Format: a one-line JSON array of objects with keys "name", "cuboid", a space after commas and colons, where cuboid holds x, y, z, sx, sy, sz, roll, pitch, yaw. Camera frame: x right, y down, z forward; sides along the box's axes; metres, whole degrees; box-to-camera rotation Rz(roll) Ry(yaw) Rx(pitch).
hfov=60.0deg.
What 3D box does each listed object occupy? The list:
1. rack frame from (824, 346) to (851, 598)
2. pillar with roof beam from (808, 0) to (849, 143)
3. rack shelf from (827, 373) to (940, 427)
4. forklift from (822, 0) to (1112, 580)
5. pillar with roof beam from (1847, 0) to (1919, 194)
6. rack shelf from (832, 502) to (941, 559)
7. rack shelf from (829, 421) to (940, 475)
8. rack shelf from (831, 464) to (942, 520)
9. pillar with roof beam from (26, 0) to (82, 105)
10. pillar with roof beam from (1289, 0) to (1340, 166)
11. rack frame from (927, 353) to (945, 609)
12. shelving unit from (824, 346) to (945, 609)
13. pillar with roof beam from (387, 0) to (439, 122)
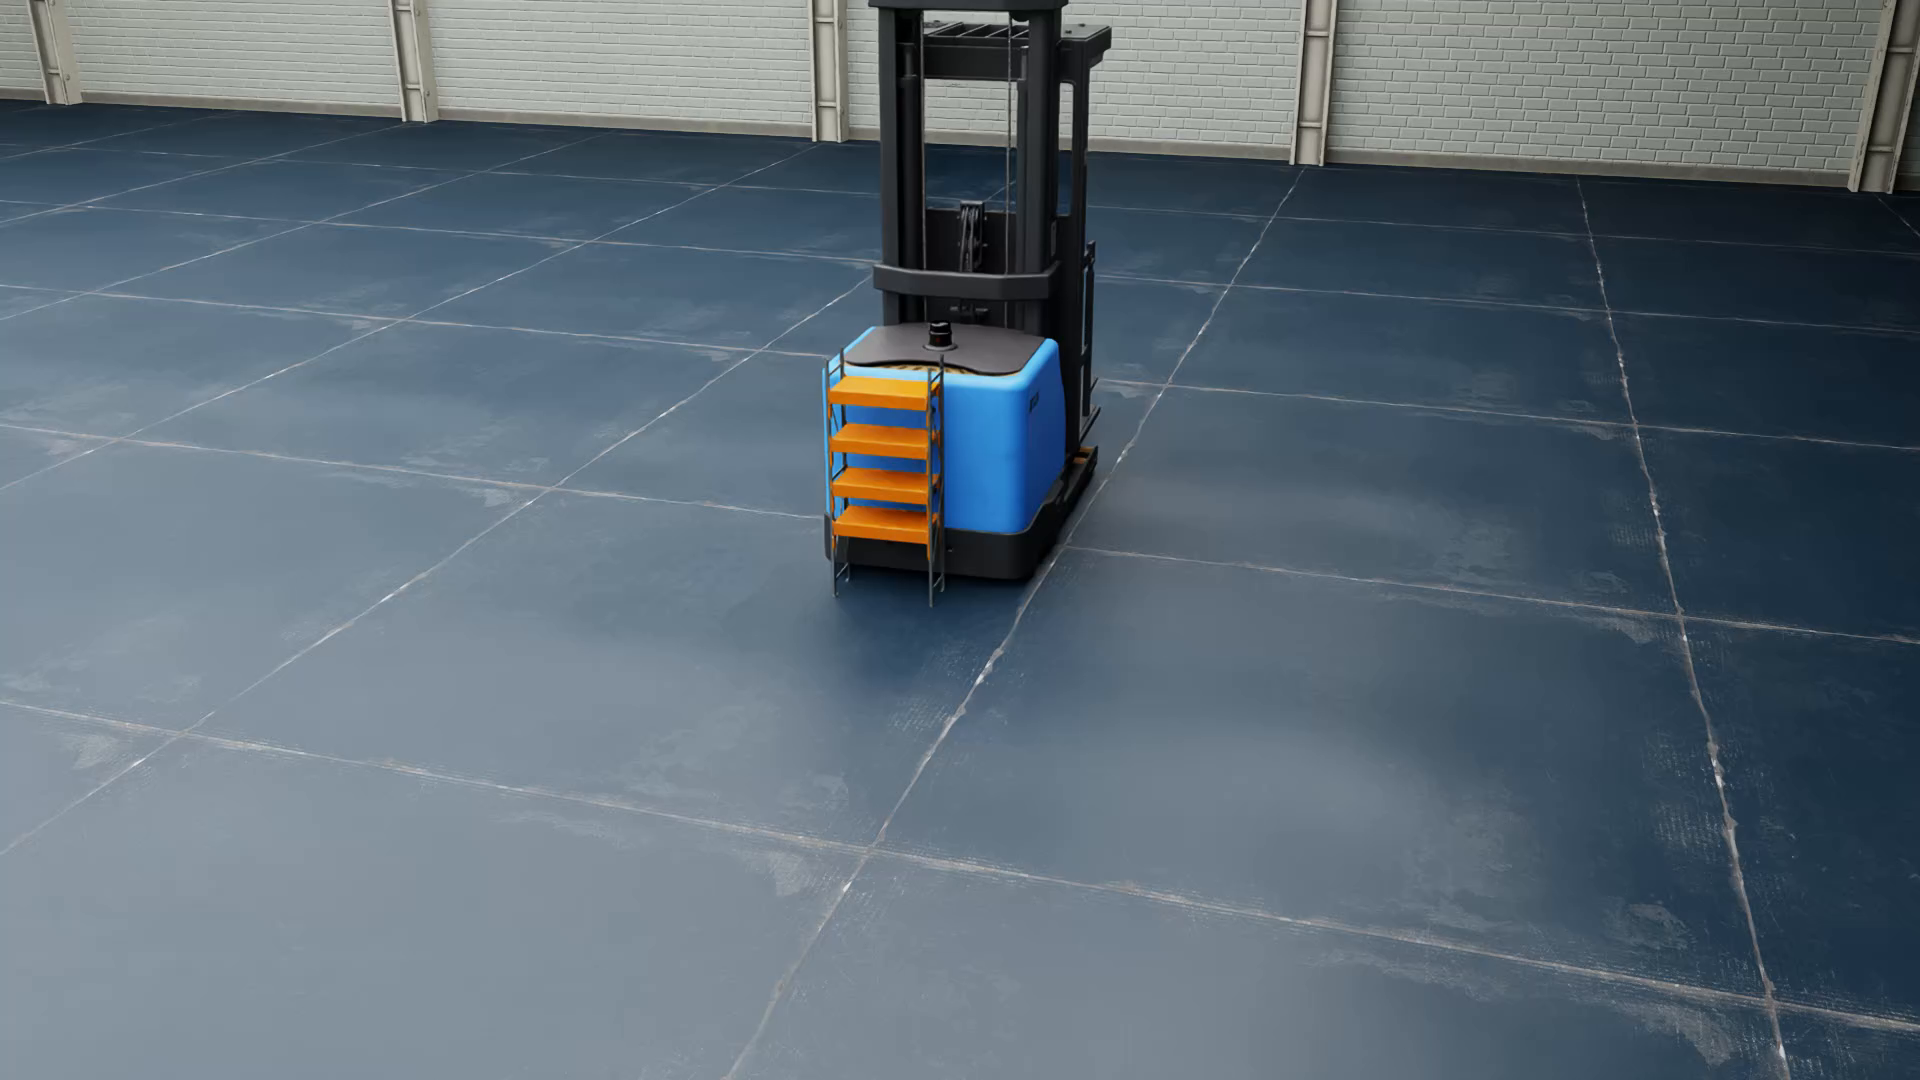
[{"name": "rack frame", "cuboid": [-0.584, -0.315, 7.955, 0.015, 1.200, 0.240, 6, 23, 13]}, {"name": "pillar with roof beam", "cuboid": [-2.888, -7.699, 15.682, 0.400, 9.000, 9.100, 7, 23, 16]}, {"name": "rack shelf", "cuboid": [-0.348, -0.655, 7.747, 0.480, 0.148, 0.258, 6, 23, 13]}, {"name": "forklift", "cuboid": [0.182, -1.693, 9.035, 1.130, 2.935, 3.031, 6, 23, 13]}, {"name": "pillar with roof beam", "cuboid": [8.601, -6.384, 12.475, 0.400, 9.000, 9.100, 7, 23, 16]}, {"name": "rack shelf", "cuboid": [-0.347, -0.047, 8.001, 0.480, 0.148, 0.258, 6, 23, 13]}, {"name": "rack shelf", "cuboid": [-0.348, -0.437, 7.838, 0.480, 0.148, 0.258, 6, 23, 13]}, {"name": "rack shelf", "cuboid": [-0.347, -0.230, 7.925, 0.480, 0.148, 0.258, 6, 23, 13]}, {"name": "pillar with roof beam", "cuboid": [-14.376, -9.015, 18.889, 0.400, 9.000, 9.100, 7, 23, 16]}, {"name": "pillar with roof beam", "cuboid": [2.856, -7.042, 14.079, 0.400, 9.000, 9.100, 7, 23, 16]}, {"name": "rack frame", "cuboid": [-0.111, -0.269, 7.843, 0.015, 1.200, 0.240, 6, 23, 13]}, {"name": "shelving unit", "cuboid": [-0.347, -0.292, 7.899, 0.503, 1.200, 0.258, 6, 23, 13]}, {"name": "pillar with roof beam", "cuboid": [-8.632, -8.357, 17.286, 0.400, 9.000, 9.100, 7, 23, 16]}]
